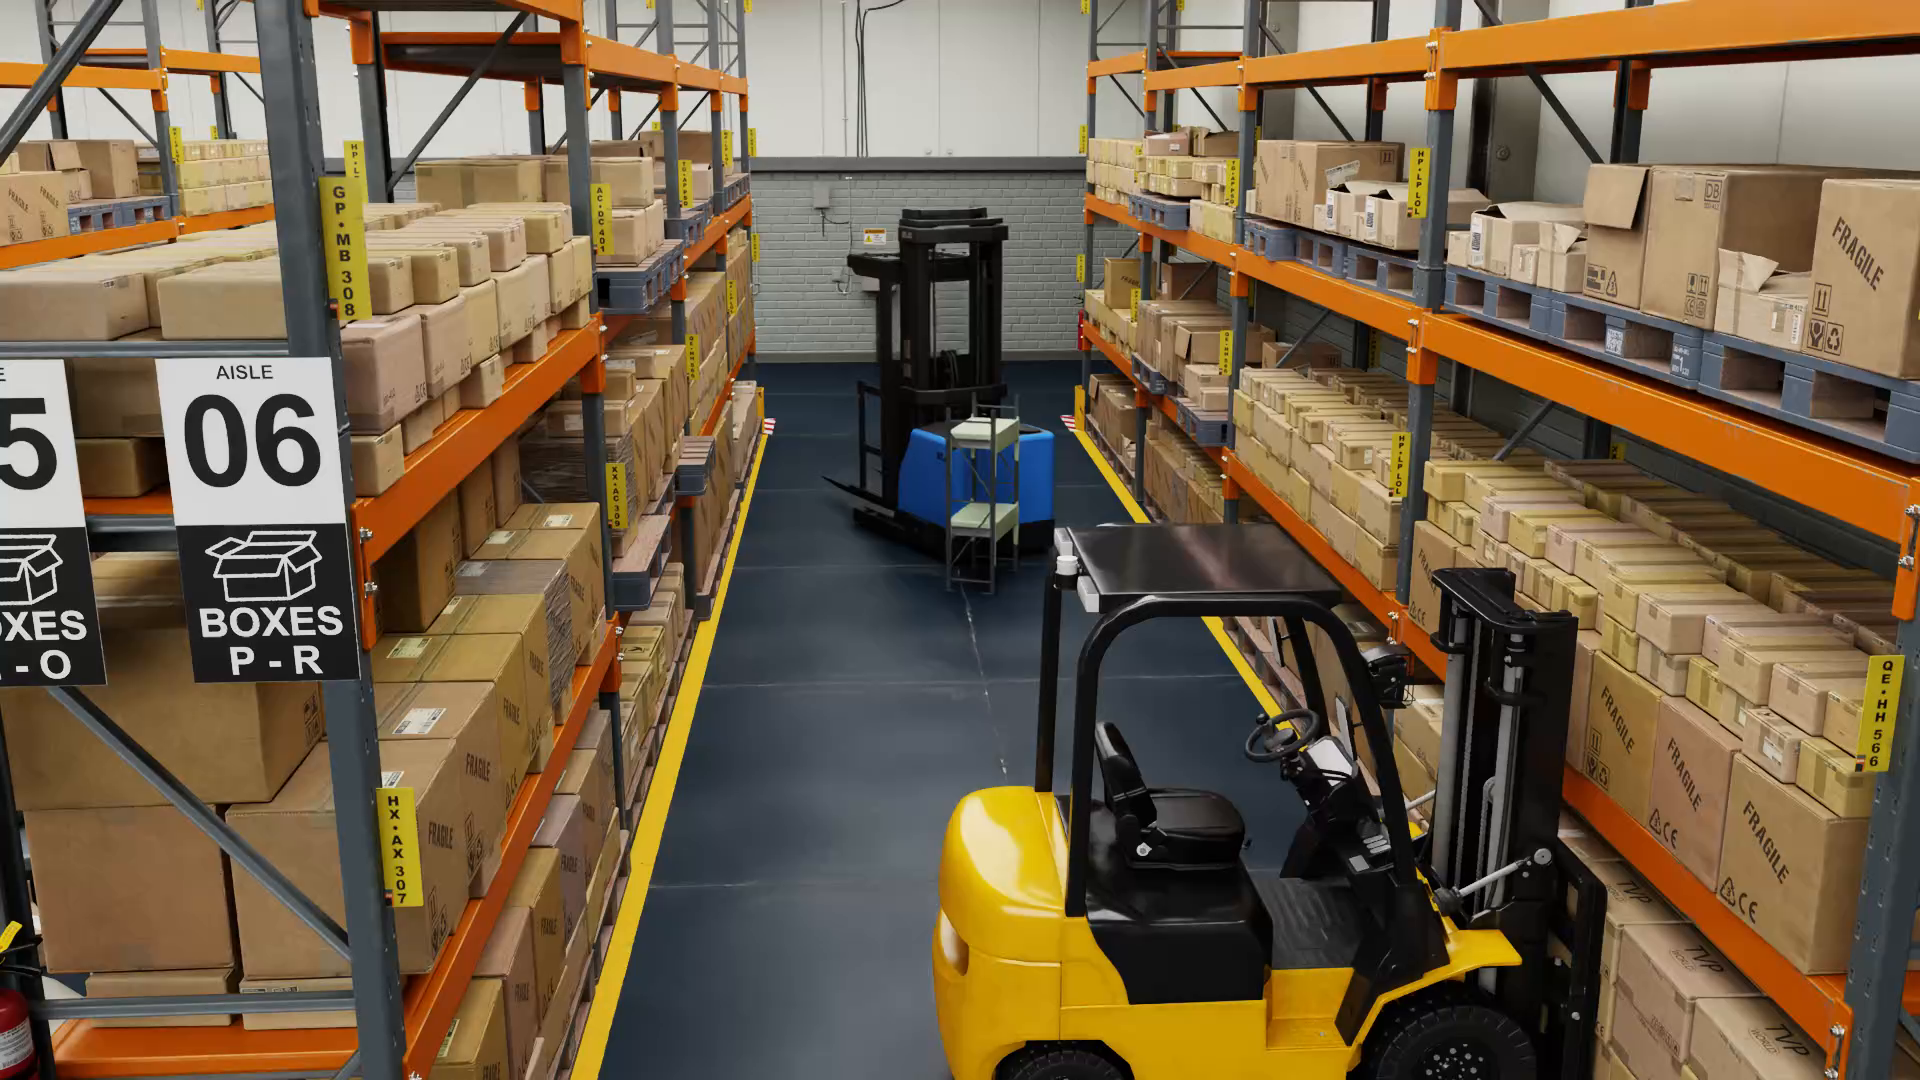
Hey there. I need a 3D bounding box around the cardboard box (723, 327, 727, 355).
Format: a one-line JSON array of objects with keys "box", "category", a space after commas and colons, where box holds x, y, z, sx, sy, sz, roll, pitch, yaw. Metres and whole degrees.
[{"box": [-2.443, -1.838, 15.448, 0.500, 0.250, 0.500, -1, 14, -3], "category": "cardboard box"}]

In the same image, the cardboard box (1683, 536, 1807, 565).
[{"box": [3.090, 0.088, 6.564, 0.380, 0.149, 0.250, 0, 14, -2], "category": "cardboard box"}]

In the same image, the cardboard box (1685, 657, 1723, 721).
[{"box": [2.679, 0.498, 5.570, 0.380, 0.149, 0.250, -1, 14, -4], "category": "cardboard box"}]

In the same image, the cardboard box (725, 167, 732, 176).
[{"box": [-2.737, -4.138, 18.532, 0.380, 0.149, 0.250, -2, 15, -8], "category": "cardboard box"}]

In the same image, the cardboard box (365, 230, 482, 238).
[{"box": [-1.850, -0.978, 5.690, 0.380, 0.149, 0.250, -1, 14, -2], "category": "cardboard box"}]

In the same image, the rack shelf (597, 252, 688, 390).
[{"box": [-2.341, -1.386, 9.819, 1.077, 0.370, 4.000, -1, 14, -3], "category": "rack shelf"}]

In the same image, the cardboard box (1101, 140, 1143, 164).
[{"box": [1.828, -4.247, 18.195, 0.500, 0.250, 0.500, -1, 14, -4], "category": "cardboard box"}]

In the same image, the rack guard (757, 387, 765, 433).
[{"box": [-2.962, -1.565, 20.104, 1.175, 0.500, 0.348, -1, 14, -3], "category": "rack guard"}]

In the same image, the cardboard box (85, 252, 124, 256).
[{"box": [-7.946, -2.462, 15.772, 0.500, 0.500, 0.500, -1, 14, -5], "category": "cardboard box"}]

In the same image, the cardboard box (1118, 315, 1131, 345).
[{"box": [1.921, -2.171, 17.147, 0.500, 0.250, 0.500, -1, 14, -3], "category": "cardboard box"}]

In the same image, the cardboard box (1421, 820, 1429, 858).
[{"box": [2.483, 1.517, 7.784, 0.500, 0.250, 0.500, -1, 14, -5], "category": "cardboard box"}]

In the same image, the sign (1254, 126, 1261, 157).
[{"box": [2.795, -3.755, 15.754, 0.100, 0.325, 0.005, -1, 14, -3], "category": "sign"}]

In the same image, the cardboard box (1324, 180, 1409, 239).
[{"box": [2.401, -1.891, 9.471, 0.500, 0.311, 0.500, -1, 14, -5], "category": "cardboard box"}]

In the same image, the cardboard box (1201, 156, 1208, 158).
[{"box": [2.415, -3.442, 15.230, 0.380, 0.149, 0.250, -1, 14, -3], "category": "cardboard box"}]

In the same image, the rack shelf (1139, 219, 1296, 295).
[{"box": [2.365, -2.459, 13.987, 1.077, 0.370, 4.000, -1, 14, -3], "category": "rack shelf"}]

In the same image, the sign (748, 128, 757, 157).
[{"box": [-2.418, -4.617, 19.314, 0.100, 0.325, 0.005, -1, 14, -3], "category": "sign"}]

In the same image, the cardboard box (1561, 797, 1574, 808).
[{"box": [2.518, 1.158, 7.176, 0.500, 0.250, 0.500, 0, 14, -2], "category": "cardboard box"}]

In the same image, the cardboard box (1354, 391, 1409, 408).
[{"box": [2.818, -0.887, 10.952, 0.380, 0.149, 0.250, -1, 14, -4], "category": "cardboard box"}]

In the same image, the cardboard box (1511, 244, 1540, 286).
[{"box": [2.509, -1.138, 6.869, 0.380, 0.149, 0.250, 0, 14, -2], "category": "cardboard box"}]

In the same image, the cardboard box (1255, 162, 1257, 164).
[{"box": [2.604, -2.984, 13.489, 0.380, 0.149, 0.250, -1, 14, -4], "category": "cardboard box"}]

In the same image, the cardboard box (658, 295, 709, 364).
[{"box": [-2.308, -1.691, 13.371, 0.500, 0.500, 0.500, 0, 14, -2], "category": "cardboard box"}]

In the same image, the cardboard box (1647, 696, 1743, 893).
[{"box": [2.669, 0.837, 5.555, 0.500, 0.500, 0.500, 0, 14, -2], "category": "cardboard box"}]

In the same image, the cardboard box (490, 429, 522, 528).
[{"box": [-2.406, -0.349, 7.558, 0.700, 0.500, 0.500, -1, 14, -4], "category": "cardboard box"}]

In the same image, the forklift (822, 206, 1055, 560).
[{"box": [-0.341, -1.566, 15.232, 1.130, 2.935, 3.031, -8, 17, -29], "category": "forklift"}]

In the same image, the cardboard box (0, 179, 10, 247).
[{"box": [-7.169, -2.325, 11.823, 0.500, 0.500, 0.500, -1, 14, -3], "category": "cardboard box"}]

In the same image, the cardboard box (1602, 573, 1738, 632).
[{"box": [2.573, 0.224, 6.036, 0.380, 0.149, 0.250, -1, 14, -2], "category": "cardboard box"}]

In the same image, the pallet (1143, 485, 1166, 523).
[{"box": [2.329, -0.300, 15.768, 1.003, 0.211, 1.213, -1, 14, -3], "category": "pallet"}]

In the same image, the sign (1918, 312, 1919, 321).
[{"box": [2.442, -0.706, 4.112, 0.100, 0.325, 0.005, -1, 14, -3], "category": "sign"}]

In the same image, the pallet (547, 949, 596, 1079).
[{"box": [-2.061, 2.036, 6.688, 1.003, 0.211, 1.213, -1, 14, -3], "category": "pallet"}]

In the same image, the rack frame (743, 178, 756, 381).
[{"box": [-2.960, -2.769, 19.769, 1.000, 3.000, 0.127, -1, 14, -3], "category": "rack frame"}]

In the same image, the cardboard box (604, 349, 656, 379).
[{"box": [-2.082, -1.087, 10.289, 0.380, 0.149, 0.250, -2, 15, -6], "category": "cardboard box"}]

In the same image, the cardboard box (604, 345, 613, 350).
[{"box": [-2.668, -1.060, 11.486, 0.500, 0.500, 0.500, -1, 14, -5], "category": "cardboard box"}]

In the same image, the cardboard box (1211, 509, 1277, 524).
[{"box": [2.248, 0.048, 12.993, 0.500, 0.500, 0.500, 0, 14, -2], "category": "cardboard box"}]

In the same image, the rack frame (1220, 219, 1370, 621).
[{"box": [2.489, -0.857, 12.338, 1.000, 3.000, 0.127, -1, 14, -3], "category": "rack frame"}]

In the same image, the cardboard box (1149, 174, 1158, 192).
[{"box": [1.888, -3.164, 14.743, 0.380, 0.149, 0.250, -1, 14, -3], "category": "cardboard box"}]

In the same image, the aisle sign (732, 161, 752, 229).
[{"box": [-2.655, -4.051, 19.533, 0.394, 0.787, 0.004, -1, 14, -3], "category": "aisle sign"}]

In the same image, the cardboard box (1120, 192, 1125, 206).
[{"box": [1.884, -3.586, 17.430, 0.380, 0.149, 0.250, -1, 14, -3], "category": "cardboard box"}]

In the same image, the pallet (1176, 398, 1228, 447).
[{"box": [2.377, -0.932, 13.013, 1.213, 0.211, 1.003, -1, 14, -3], "category": "pallet"}]

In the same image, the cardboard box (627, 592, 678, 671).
[{"box": [-2.386, 0.614, 11.052, 0.950, 0.372, 0.625, -1, 14, -5], "category": "cardboard box"}]

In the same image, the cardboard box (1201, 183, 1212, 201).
[{"box": [2.173, -2.835, 13.507, 0.380, 0.149, 0.250, 0, 14, -2], "category": "cardboard box"}]

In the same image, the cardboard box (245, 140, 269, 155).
[{"box": [-7.522, -4.214, 17.863, 0.380, 0.149, 0.250, -1, 14, -3], "category": "cardboard box"}]

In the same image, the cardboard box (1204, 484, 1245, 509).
[{"box": [2.158, -0.350, 13.240, 0.380, 0.149, 0.250, -2, 15, -6], "category": "cardboard box"}]

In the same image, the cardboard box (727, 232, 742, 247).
[{"box": [-2.624, -3.341, 18.482, 0.380, 0.149, 0.250, -1, 14, -2], "category": "cardboard box"}]

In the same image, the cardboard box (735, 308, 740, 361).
[{"box": [-2.507, -2.069, 16.846, 0.500, 0.500, 0.500, -1, 14, -3], "category": "cardboard box"}]

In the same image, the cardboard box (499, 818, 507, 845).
[{"box": [-1.768, 0.987, 5.676, 0.380, 0.149, 0.250, -1, 14, -2], "category": "cardboard box"}]

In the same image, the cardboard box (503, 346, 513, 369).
[{"box": [-1.912, -0.720, 6.289, 0.380, 0.149, 0.250, -1, 14, -2], "category": "cardboard box"}]

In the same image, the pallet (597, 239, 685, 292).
[{"box": [-2.216, -1.560, 9.425, 1.213, 0.211, 1.003, -1, 14, -3], "category": "pallet"}]

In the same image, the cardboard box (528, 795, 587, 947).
[{"box": [-1.846, 1.377, 6.826, 0.500, 0.500, 0.500, 0, 14, 0], "category": "cardboard box"}]

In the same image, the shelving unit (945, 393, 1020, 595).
[{"box": [0.188, -0.387, 13.520, 0.431, 1.500, 0.755, 4, 15, 16], "category": "shelving unit"}]

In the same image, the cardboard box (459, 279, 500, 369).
[{"box": [-1.813, -0.697, 5.399, 0.500, 0.250, 0.500, 0, 14, -2], "category": "cardboard box"}]

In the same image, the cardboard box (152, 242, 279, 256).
[{"box": [-2.269, -0.839, 5.153, 0.380, 0.149, 0.250, -1, 14, -3], "category": "cardboard box"}]

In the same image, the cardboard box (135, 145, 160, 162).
[{"box": [-7.423, -3.564, 15.337, 0.380, 0.149, 0.250, -1, 14, -4], "category": "cardboard box"}]

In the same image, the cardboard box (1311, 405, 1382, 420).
[{"box": [2.418, -0.752, 10.426, 0.380, 0.149, 0.250, -1, 14, -3], "category": "cardboard box"}]

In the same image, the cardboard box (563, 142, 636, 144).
[{"box": [-2.863, -2.918, 13.284, 0.500, 0.500, 0.500, -1, 14, -3], "category": "cardboard box"}]

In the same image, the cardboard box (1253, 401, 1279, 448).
[{"box": [2.303, -0.788, 11.367, 0.500, 0.250, 0.500, 0, 14, -2], "category": "cardboard box"}]

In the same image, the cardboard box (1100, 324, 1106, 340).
[{"box": [1.770, -2.318, 18.519, 0.380, 0.149, 0.250, -1, 14, -5], "category": "cardboard box"}]
